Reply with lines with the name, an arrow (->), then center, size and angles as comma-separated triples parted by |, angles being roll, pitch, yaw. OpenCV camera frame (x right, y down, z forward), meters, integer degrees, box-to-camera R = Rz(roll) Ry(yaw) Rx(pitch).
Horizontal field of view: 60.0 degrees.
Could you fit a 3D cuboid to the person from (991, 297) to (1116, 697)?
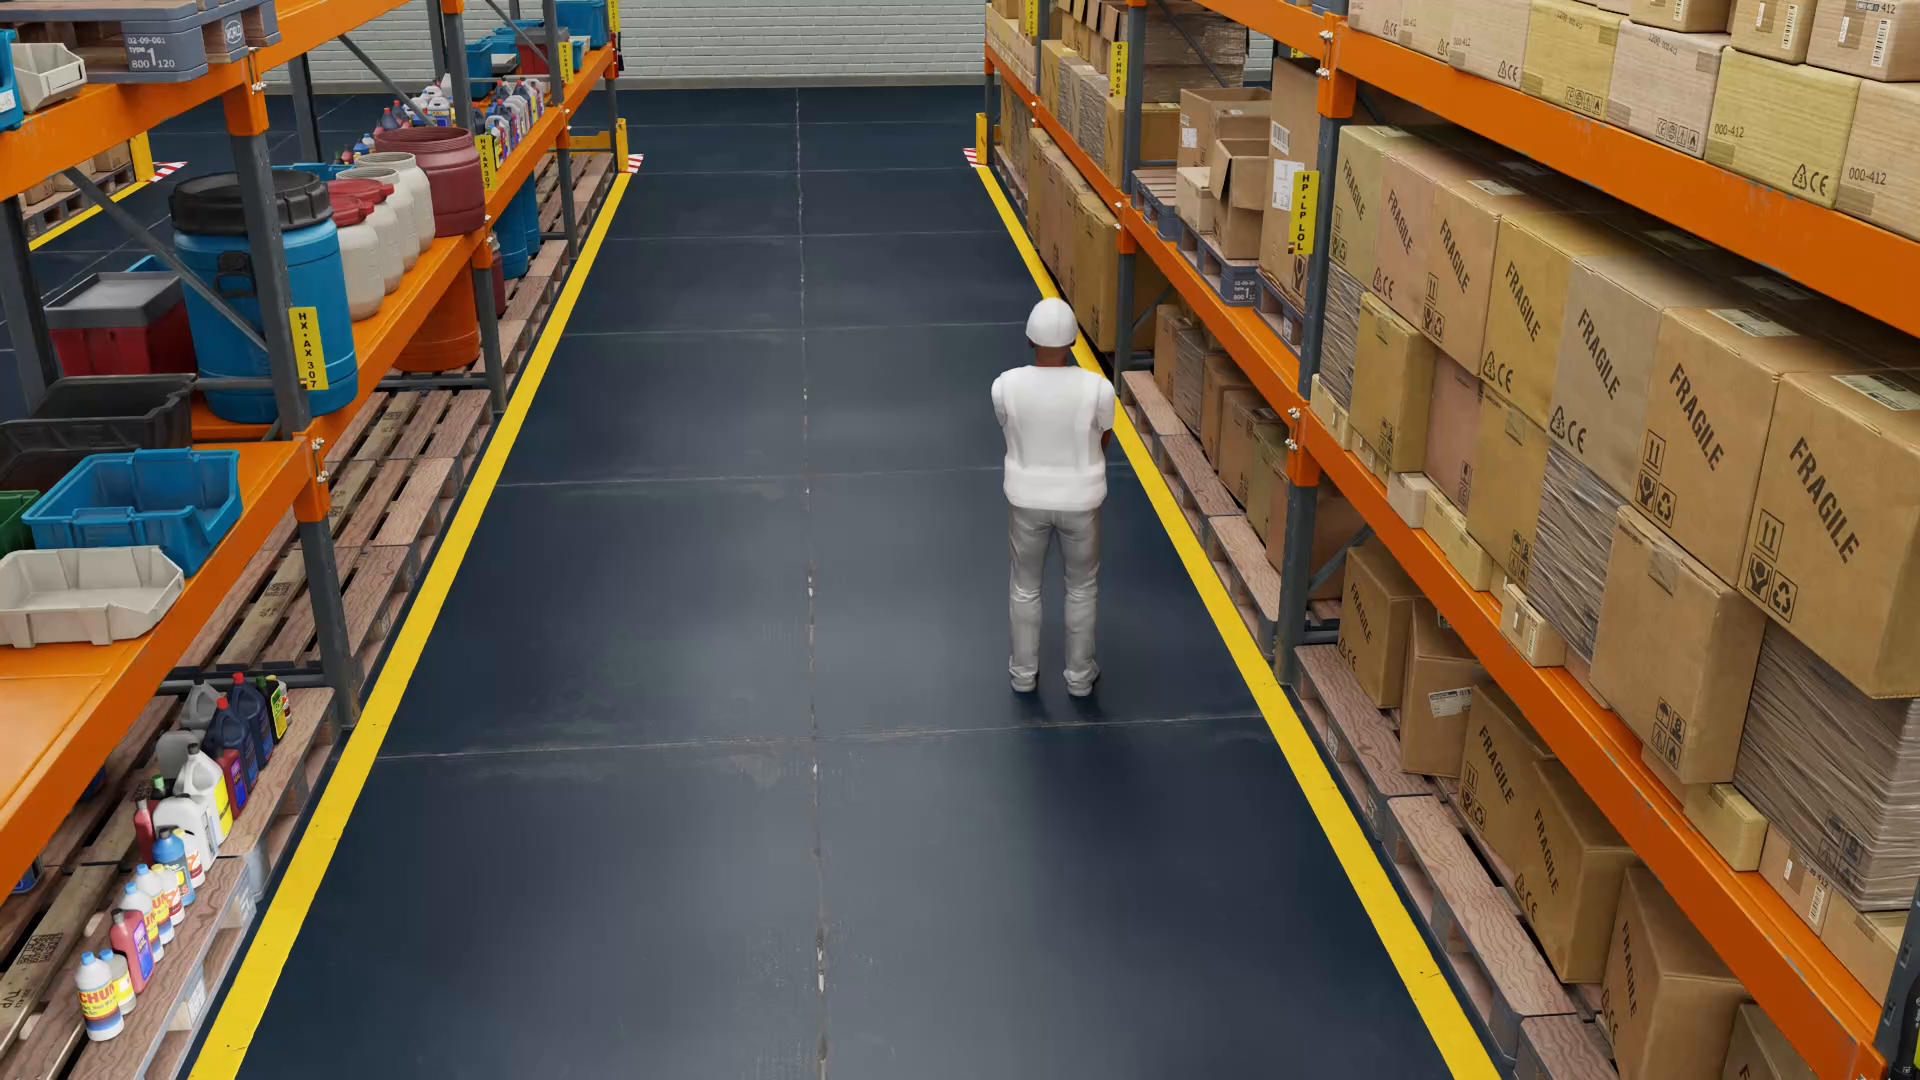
person -> 0.399, -0.210, 7.058 | 0.502, 1.761, 0.587 | 3, 24, 7
